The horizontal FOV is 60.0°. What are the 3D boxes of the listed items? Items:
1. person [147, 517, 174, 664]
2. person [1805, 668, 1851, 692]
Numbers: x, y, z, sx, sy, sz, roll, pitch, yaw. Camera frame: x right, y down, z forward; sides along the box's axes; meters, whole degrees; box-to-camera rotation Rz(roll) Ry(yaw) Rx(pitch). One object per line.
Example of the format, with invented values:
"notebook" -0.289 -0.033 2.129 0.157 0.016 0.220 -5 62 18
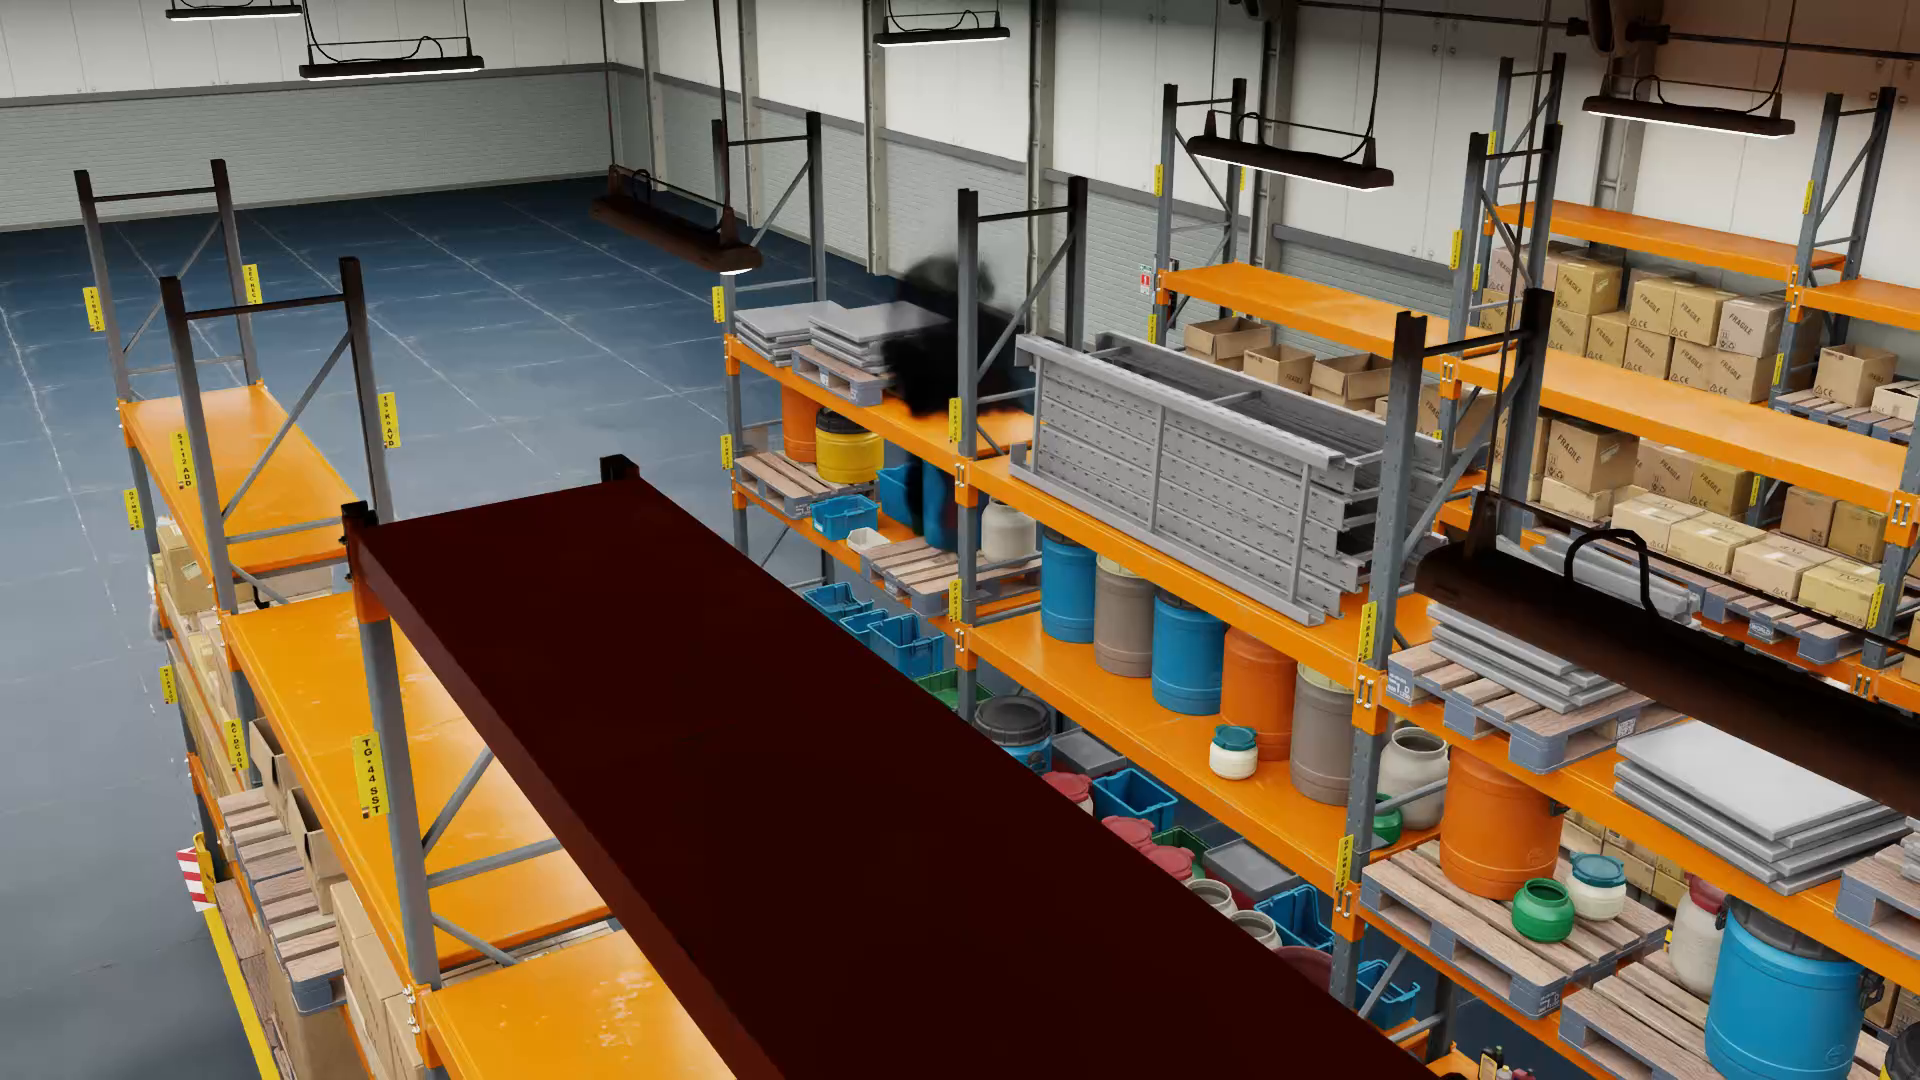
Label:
"person" -8.362 0.572 17.672 0.609 1.735 0.691 0 22 1
"person" 7.412 1.757 14.648 0.679 1.765 0.660 -15 26 -32
